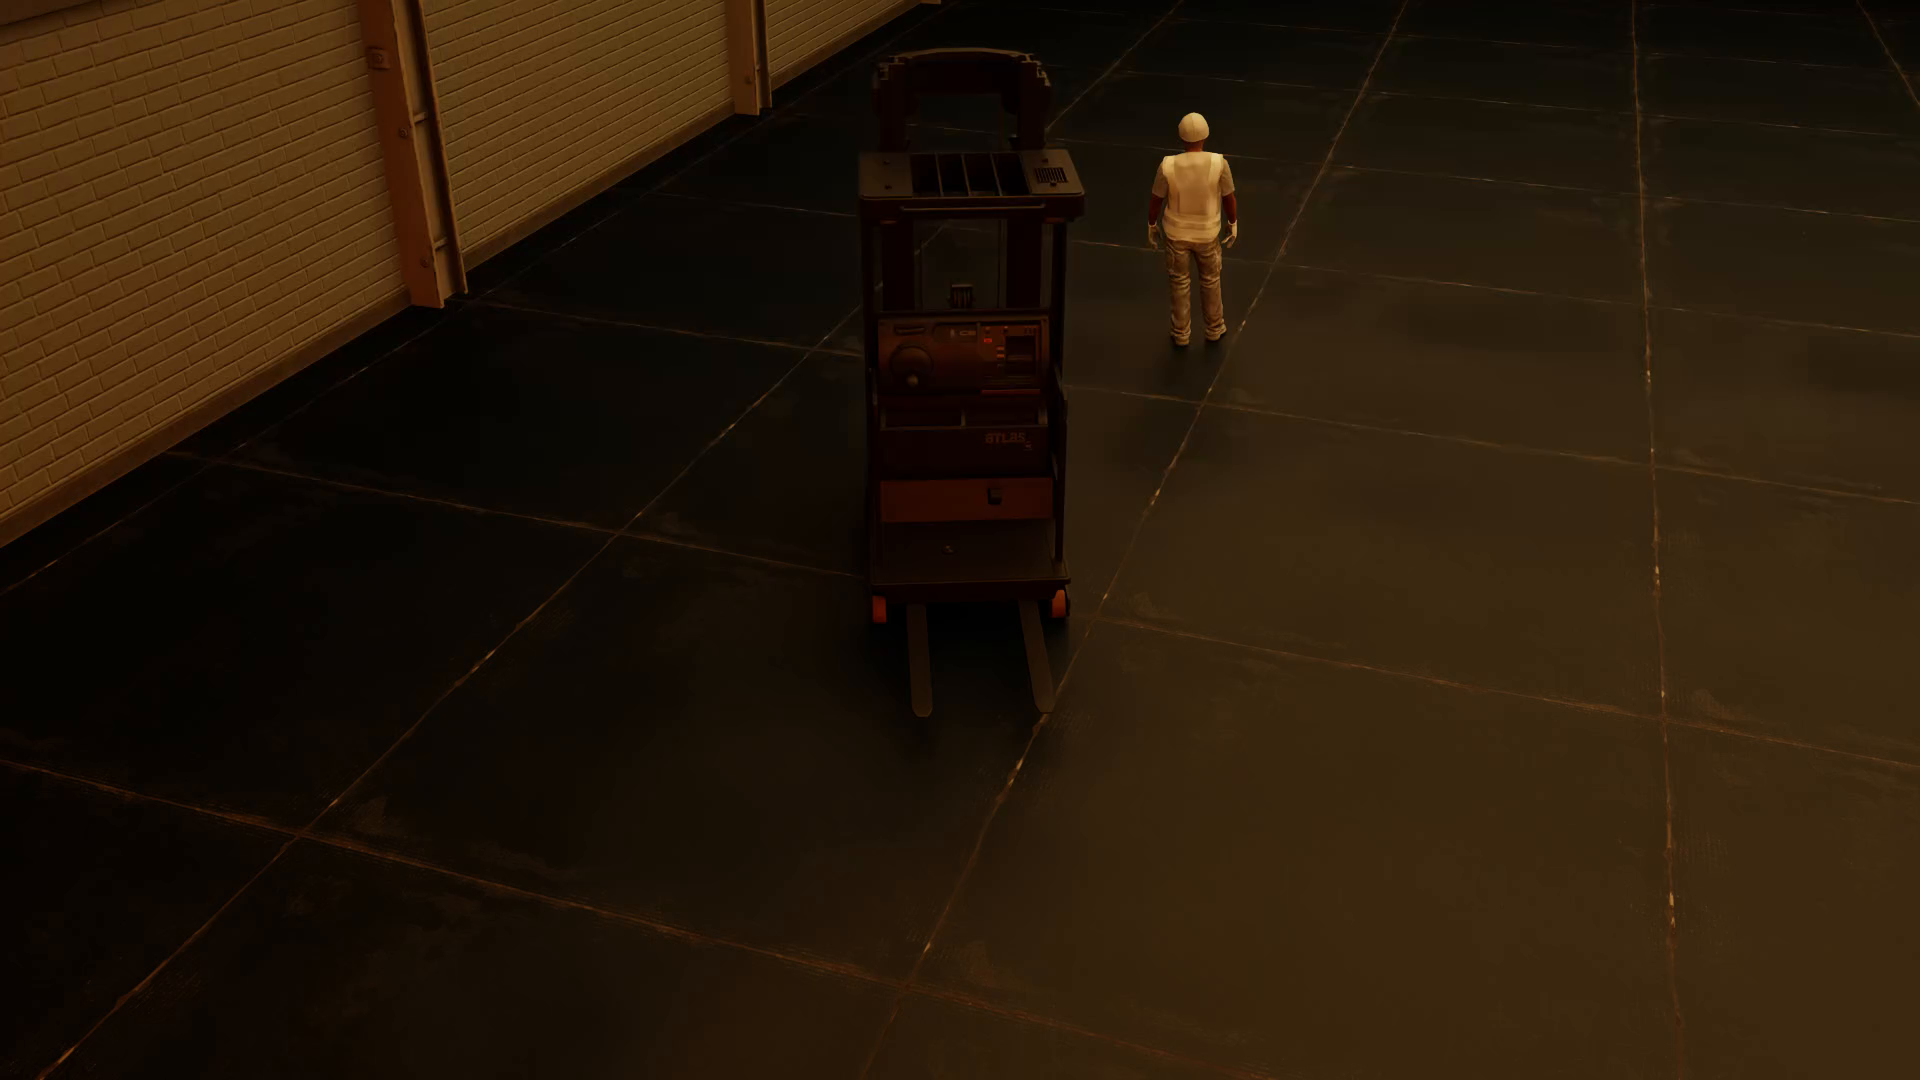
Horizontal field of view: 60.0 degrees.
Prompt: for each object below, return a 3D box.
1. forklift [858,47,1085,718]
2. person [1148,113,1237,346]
[{"bbox_3d":[0.035,-0.972,8.842,1.130,2.935,3.031,-2,30,-3],"label":"forklift"},{"bbox_3d":[1.724,-2.315,12.342,0.656,1.785,0.575,4,30,7],"label":"person"}]
